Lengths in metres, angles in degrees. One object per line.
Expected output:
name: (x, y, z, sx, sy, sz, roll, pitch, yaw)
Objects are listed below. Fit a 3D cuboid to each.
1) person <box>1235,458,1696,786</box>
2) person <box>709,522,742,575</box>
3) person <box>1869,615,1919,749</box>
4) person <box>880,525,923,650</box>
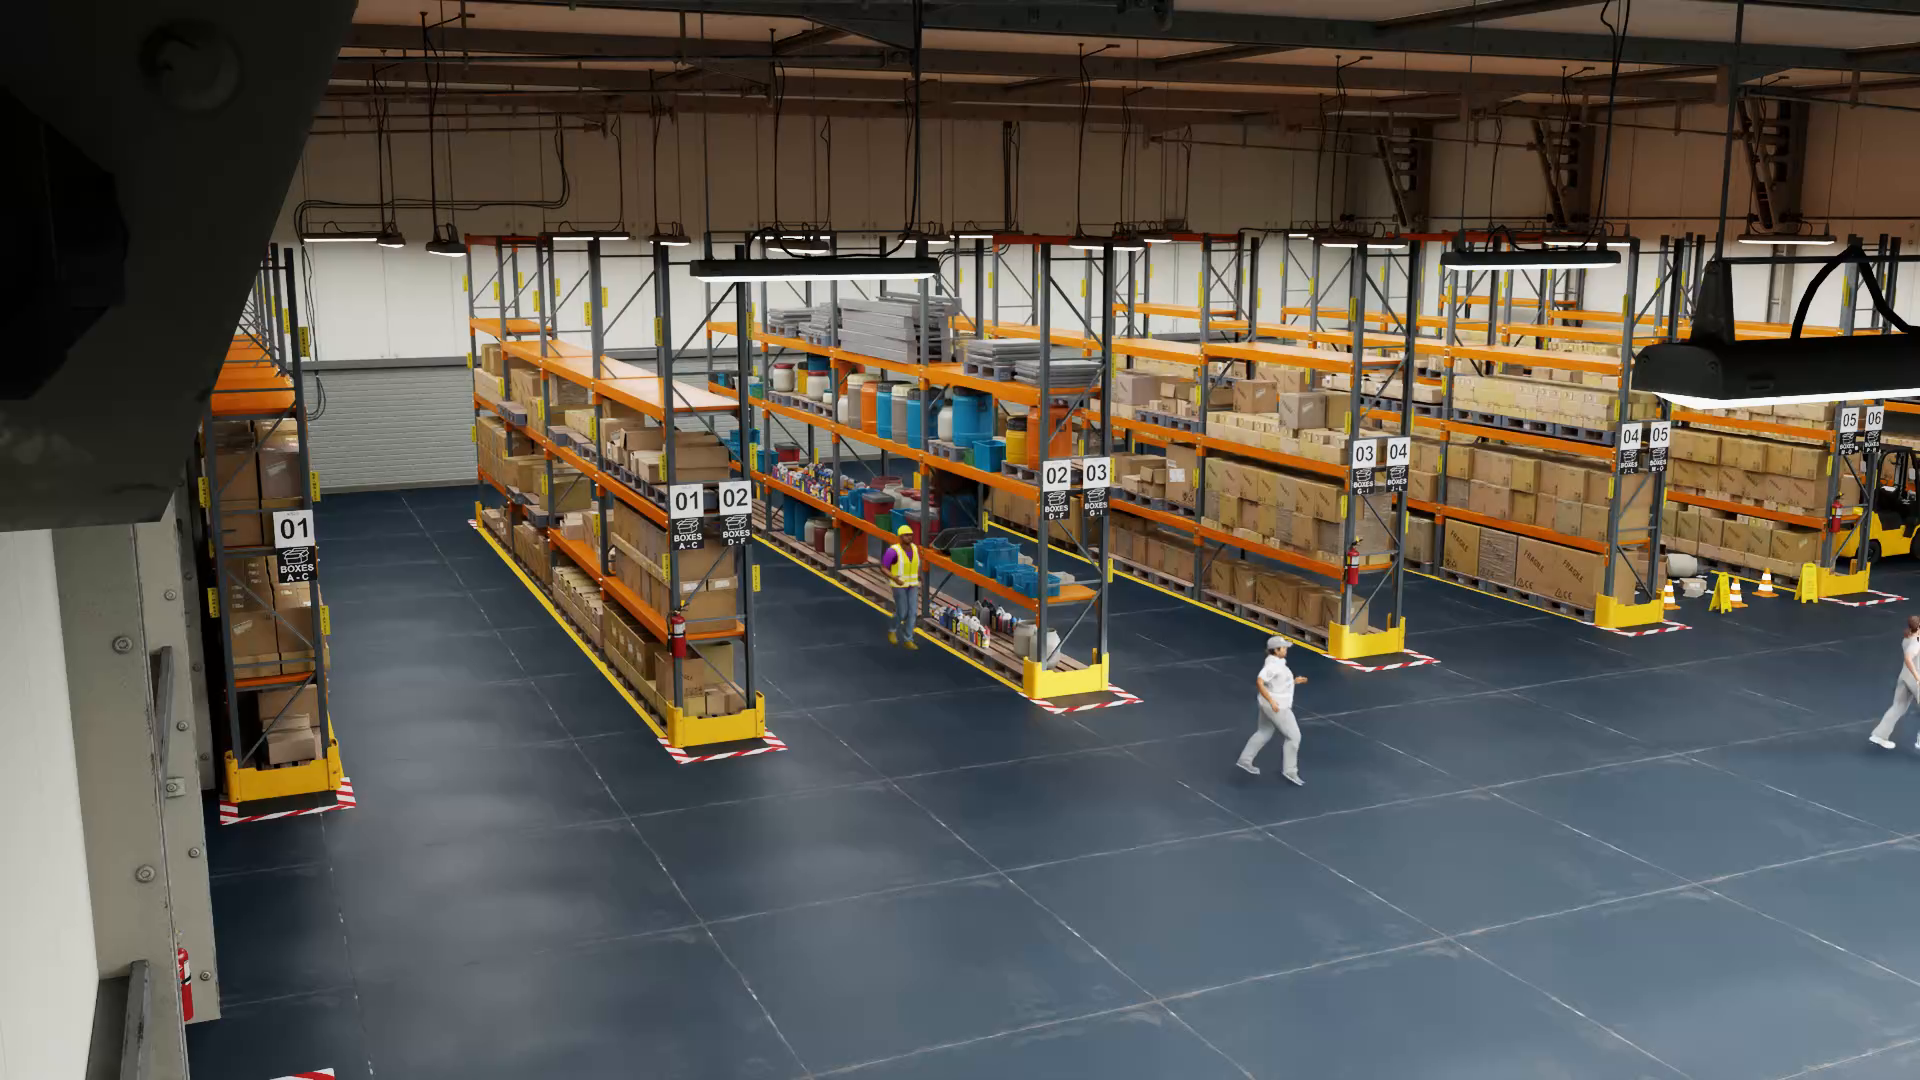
person: (8.551, 0.627, 24.892, 10.957, 1.975, 12.819, 0, 11, -1)
person: (-4.134, -0.096, 29.099, 0.564, 1.616, 0.851, -6, 13, -30)
person: (11.300, 1.741, 19.758, 0.770, 1.720, 0.538, 0, 11, 1)
person: (-0.786, 0.655, 23.634, 0.697, 1.755, 0.703, -7, 13, -34)
